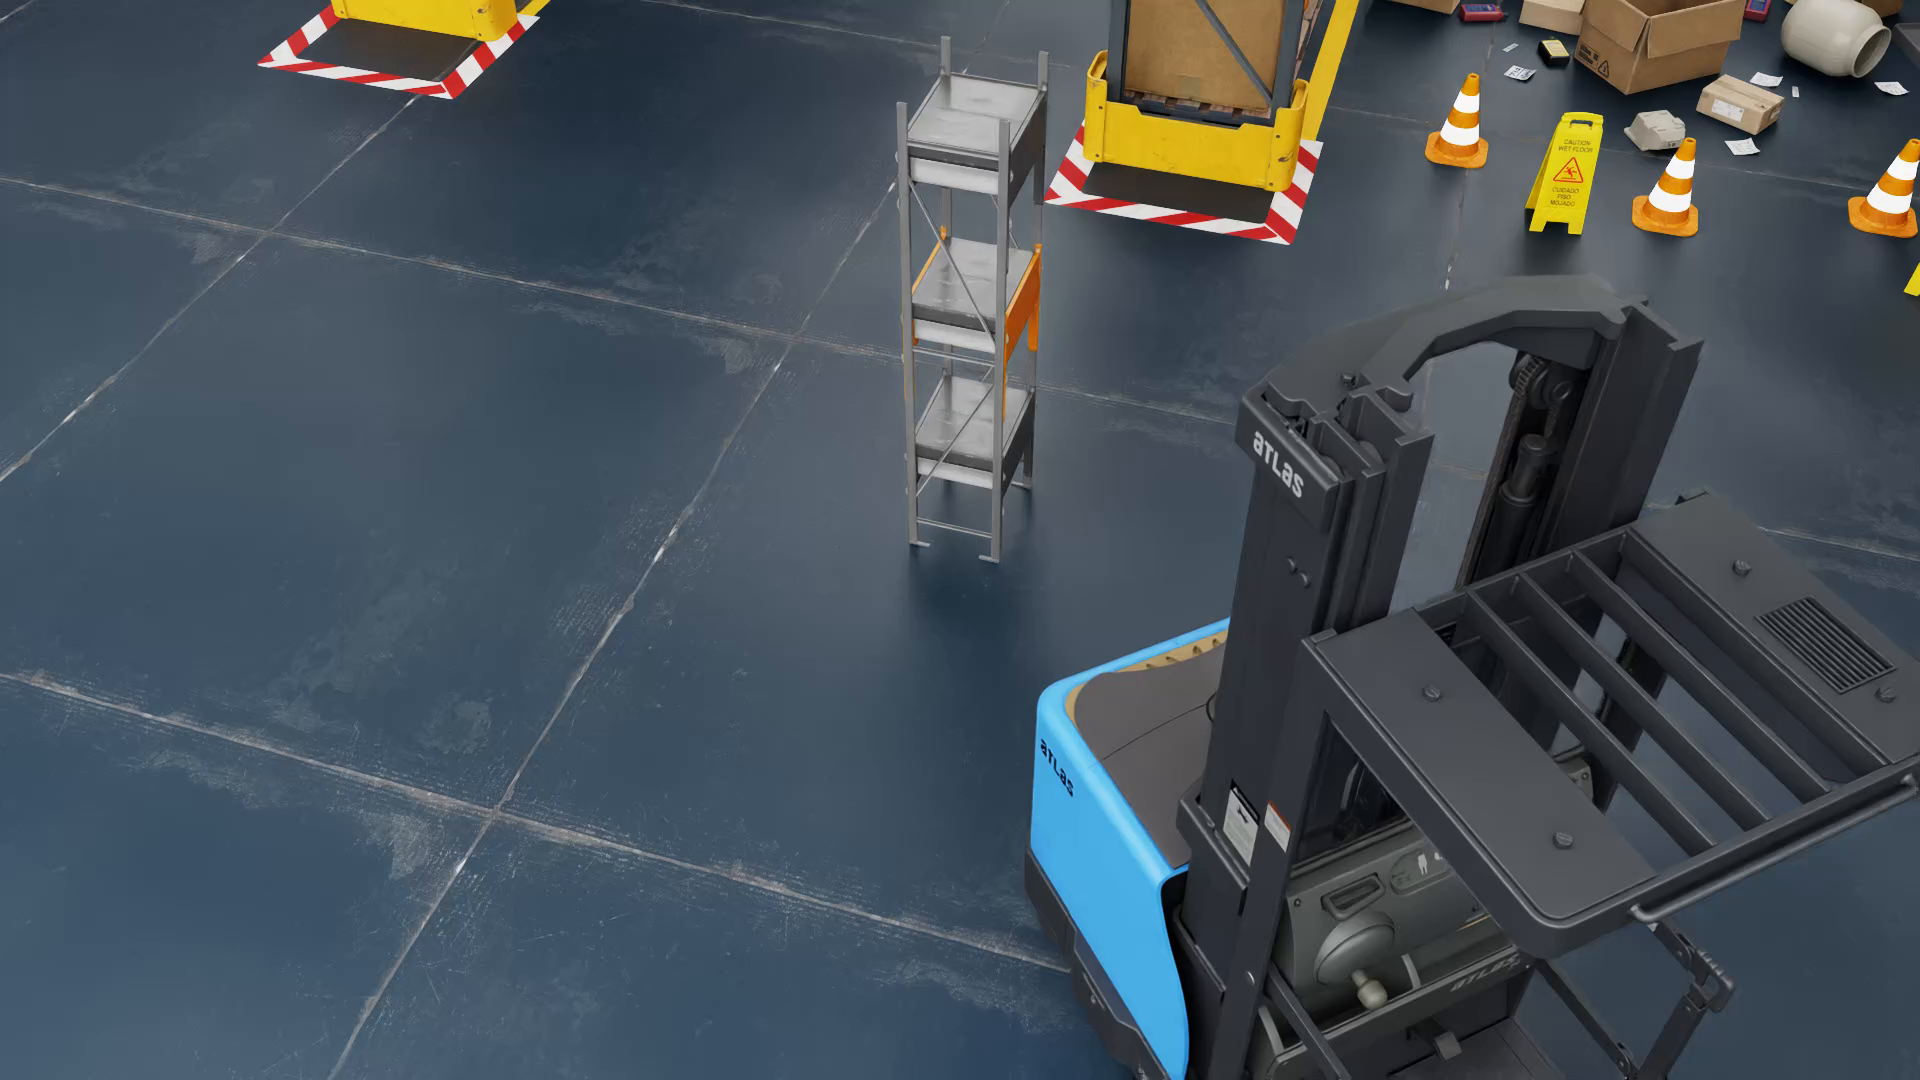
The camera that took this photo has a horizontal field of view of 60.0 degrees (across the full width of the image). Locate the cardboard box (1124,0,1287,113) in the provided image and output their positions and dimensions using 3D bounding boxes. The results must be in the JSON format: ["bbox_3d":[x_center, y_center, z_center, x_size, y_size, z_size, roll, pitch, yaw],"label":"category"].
[{"bbox_3d":[1.434,-3.075,9.366,0.875,0.875,0.875,13,46,13],"label":"cardboard box"}]

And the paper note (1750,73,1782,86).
[{"bbox_3d":[4.829,-2.758,9.954,0.148,0.019,0.142,28,51,26],"label":"paper note"}]

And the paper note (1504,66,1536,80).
[{"bbox_3d":[3.372,-2.814,10.004,0.144,0.017,0.142,28,51,26],"label":"paper note"}]

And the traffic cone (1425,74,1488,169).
[{"bbox_3d":[2.805,-2.365,9.235,0.336,0.463,0.334,13,46,13],"label":"traffic cone"}]

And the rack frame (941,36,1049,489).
[{"bbox_3d":[0.124,-1.023,6.694,0.400,2.100,0.015,13,46,12],"label":"rack frame"}]

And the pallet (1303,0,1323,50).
[{"bbox_3d":[1.830,-3.582,10.658,1.003,0.211,1.213,13,46,13],"label":"pallet"}]

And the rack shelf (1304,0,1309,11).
[{"bbox_3d":[1.897,-4.294,9.907,1.077,0.370,4.000,13,46,13],"label":"rack shelf"}]

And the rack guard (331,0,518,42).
[{"bbox_3d":[-3.382,-3.493,10.362,1.175,0.500,0.348,13,46,13],"label":"rack guard"}]

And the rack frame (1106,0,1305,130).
[{"bbox_3d":[1.291,-3.218,8.293,1.000,3.000,0.127,13,46,13],"label":"rack frame"}]

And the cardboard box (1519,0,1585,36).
[{"bbox_3d":[3.737,-3.371,10.405,0.396,0.266,0.258,20,48,19],"label":"cardboard box"}]

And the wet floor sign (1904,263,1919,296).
[{"bbox_3d":[4.962,-1.496,8.216,0.267,0.644,0.232,28,51,26],"label":"wet floor sign"}]

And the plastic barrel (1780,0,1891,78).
[{"bbox_3d":[5.222,-3.014,9.926,0.421,0.421,0.512,-24,49,-22],"label":"plastic barrel"}]

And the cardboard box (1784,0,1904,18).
[{"bbox_3d":[5.629,-3.585,10.453,0.500,0.500,0.500,-24,49,-22],"label":"cardboard box"}]

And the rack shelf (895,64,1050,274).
[{"bbox_3d":[0.050,-1.351,6.047,0.431,0.518,0.480,13,46,12],"label":"rack shelf"}]

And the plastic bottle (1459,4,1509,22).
[{"bbox_3d":[3.314,-3.333,10.511,0.283,0.061,0.133,-2,44,-2],"label":"plastic bottle"}]

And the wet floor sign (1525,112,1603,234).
[{"bbox_3d":[3.169,-1.938,8.668,0.267,0.644,0.232,5,45,5],"label":"wet floor sign"}]

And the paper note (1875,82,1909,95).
[{"bbox_3d":[5.537,-2.690,9.876,0.142,0.019,0.148,-2,44,-2],"label":"paper note"}]

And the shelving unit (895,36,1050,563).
[{"bbox_3d":[0.050,-0.861,6.527,0.431,2.100,0.503,13,46,12],"label":"shelving unit"}]

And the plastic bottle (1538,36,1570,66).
[{"bbox_3d":[3.621,-2.996,10.167,0.133,0.061,0.283,-2,44,-2],"label":"plastic bottle"}]

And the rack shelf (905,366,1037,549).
[{"bbox_3d":[0.050,-0.351,7.026,0.431,0.518,0.480,13,46,12],"label":"rack shelf"}]

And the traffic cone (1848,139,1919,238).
[{"bbox_3d":[4.940,-1.890,8.750,0.336,0.463,0.334,13,46,13],"label":"traffic cone"}]

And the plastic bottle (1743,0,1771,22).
[{"bbox_3d":[5.073,-3.390,10.570,0.133,0.061,0.283,20,48,19],"label":"plastic bottle"}]

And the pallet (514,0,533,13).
[{"bbox_3d":[-3.103,-3.924,11.008,1.003,0.211,1.213,13,46,13],"label":"pallet"}]

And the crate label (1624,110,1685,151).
[{"bbox_3d":[3.958,-2.320,9.421,0.250,0.136,0.298,-9,45,-9],"label":"crate label"}]

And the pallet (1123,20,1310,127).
[{"bbox_3d":[1.459,-2.771,9.830,1.003,0.211,1.213,13,46,13],"label":"pallet"}]

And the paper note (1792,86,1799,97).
[{"bbox_3d":[4.953,-2.658,9.858,0.032,0.001,0.123,13,46,13],"label":"paper note"}]

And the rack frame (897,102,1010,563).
[{"bbox_3d":[-0.024,-0.698,6.361,0.400,2.100,0.015,13,46,12],"label":"rack frame"}]

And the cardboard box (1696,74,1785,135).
[{"bbox_3d":[4.511,-2.519,9.617,0.250,0.149,0.380,-33,53,-29],"label":"cardboard box"}]

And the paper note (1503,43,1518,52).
[{"bbox_3d":[3.393,-3.034,10.242,0.123,0.001,0.032,-33,53,-29],"label":"paper note"}]

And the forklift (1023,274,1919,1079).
[{"bbox_3d":[1.315,0.965,4.067,1.130,2.935,3.031,-19,47,-18],"label":"forklift"}]

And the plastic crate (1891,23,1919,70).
[{"bbox_3d":[5.994,-2.987,10.144,0.402,0.080,0.583,-2,44,-2],"label":"plastic crate"}]

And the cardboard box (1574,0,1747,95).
[{"bbox_3d":[4.158,-3.052,9.908,0.797,0.503,0.637,-16,47,-16],"label":"cardboard box"}]

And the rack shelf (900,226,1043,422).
[{"bbox_3d":[0.050,-0.851,6.537,0.431,0.518,0.480,13,46,12],"label":"rack shelf"}]

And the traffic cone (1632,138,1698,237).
[{"bbox_3d":[3.779,-1.899,8.759,0.336,0.463,0.334,13,46,13],"label":"traffic cone"}]

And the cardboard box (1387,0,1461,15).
[{"bbox_3d":[3.010,-3.740,10.612,0.500,0.500,0.500,20,48,19],"label":"cardboard box"}]

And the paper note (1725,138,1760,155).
[{"bbox_3d":[4.429,-2.228,9.404,0.148,0.019,0.142,-2,44,-2],"label":"paper note"}]

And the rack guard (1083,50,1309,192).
[{"bbox_3d":[1.284,-2.309,9.151,1.175,0.500,0.348,13,46,13],"label":"rack guard"}]
